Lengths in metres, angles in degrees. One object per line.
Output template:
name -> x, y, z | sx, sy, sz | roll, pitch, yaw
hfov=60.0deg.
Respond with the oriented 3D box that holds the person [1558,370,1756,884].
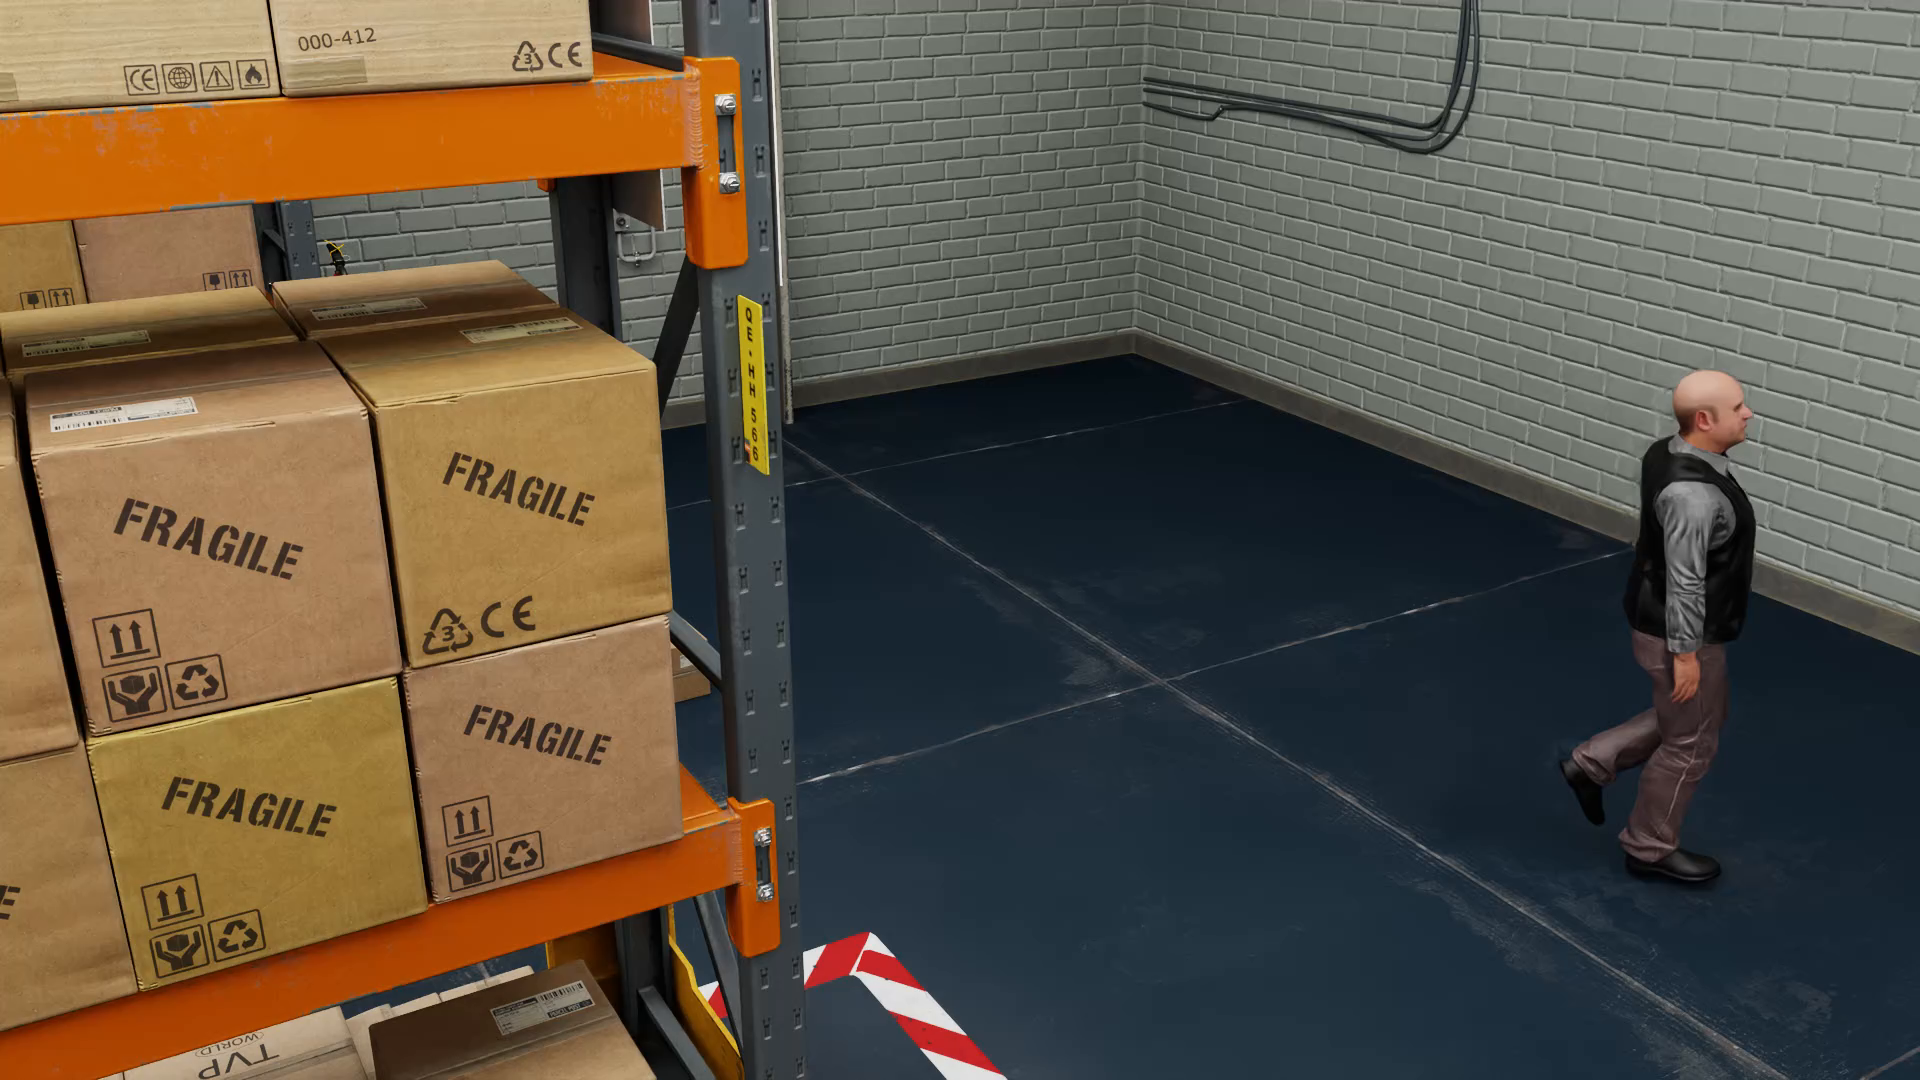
person -> 2.281, 0.285, 5.326 | 0.539, 1.711, 0.547 | 6, 22, 15
